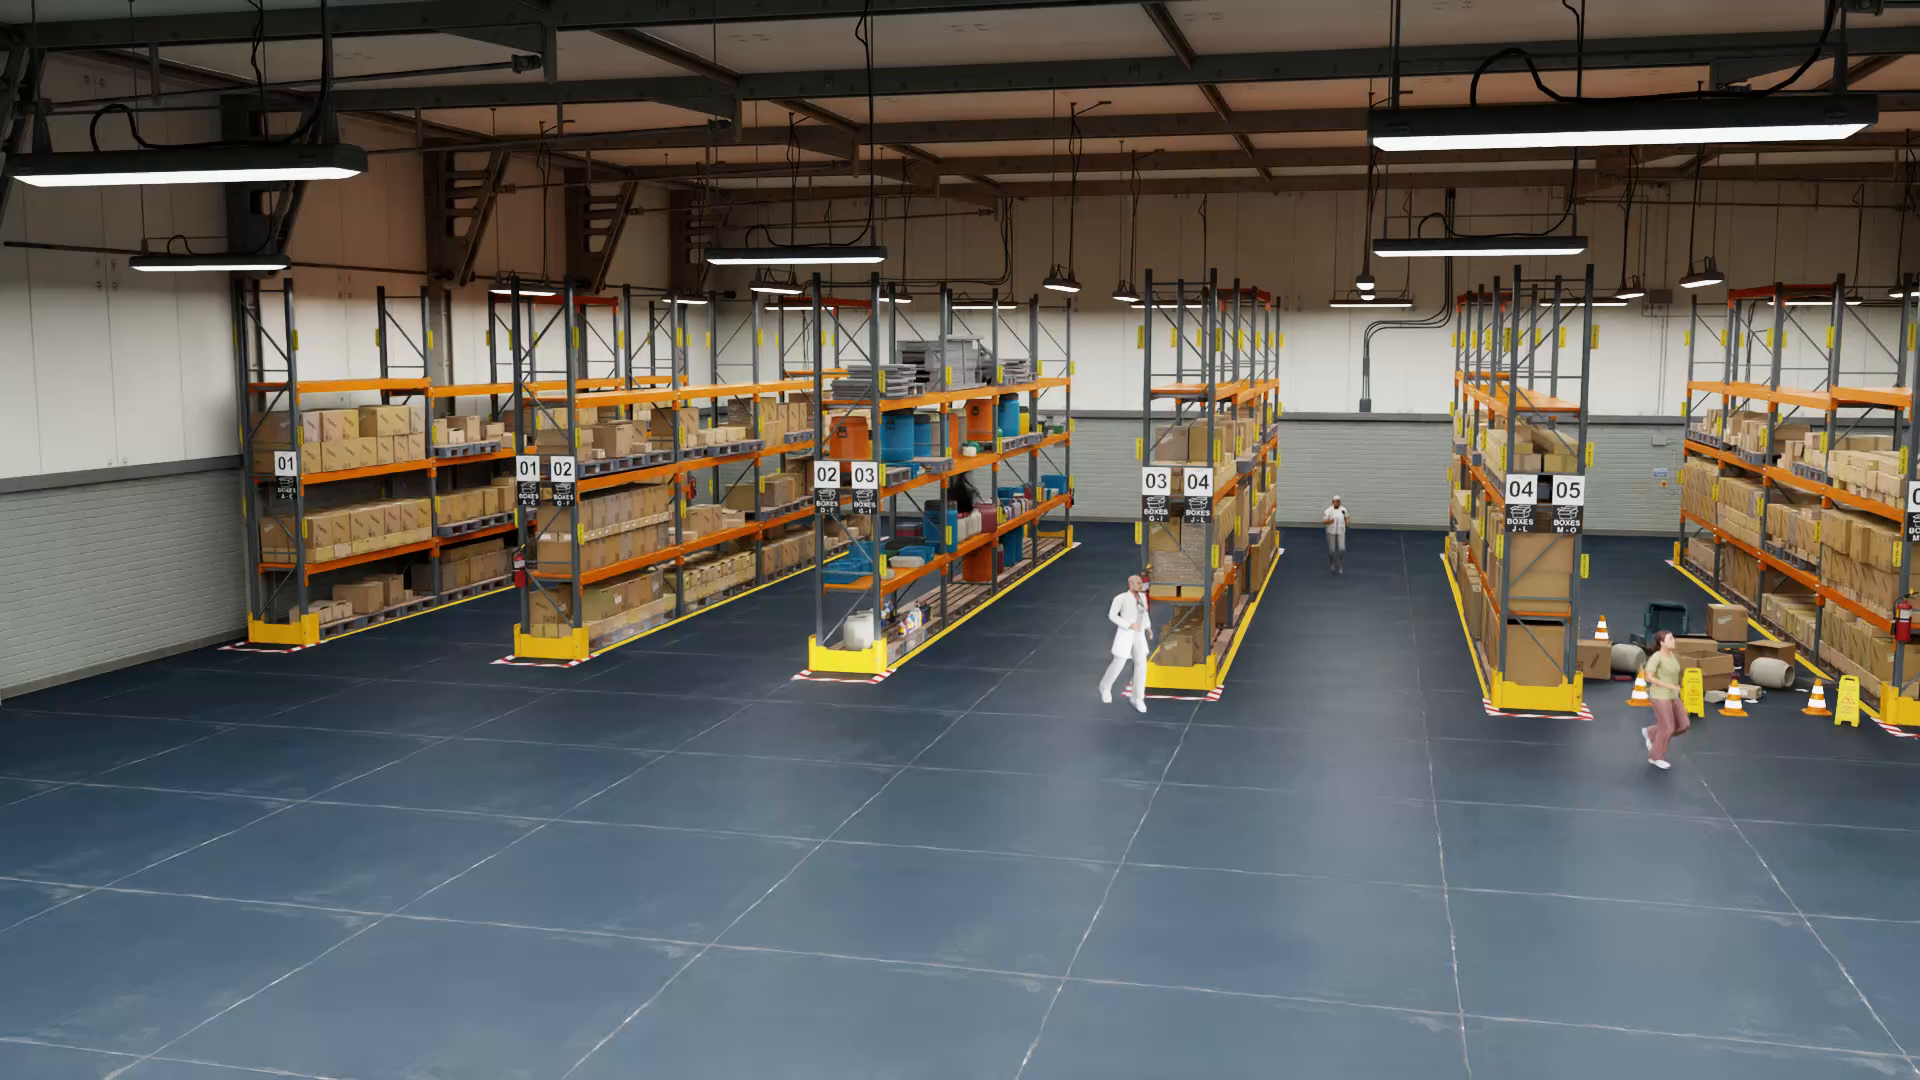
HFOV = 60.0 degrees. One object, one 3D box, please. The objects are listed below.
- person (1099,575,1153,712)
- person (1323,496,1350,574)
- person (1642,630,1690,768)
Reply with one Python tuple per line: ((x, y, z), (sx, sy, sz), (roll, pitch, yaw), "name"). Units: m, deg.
((2.371, 1.383, 22.806), (0.763, 1.807, 0.902), (-4, 8, -30), "person")
((8.110, -0.101, 35.829), (0.582, 1.710, 0.673), (1, 7, 9), "person")
((8.277, 1.859, 19.559), (0.617, 1.636, 0.560), (-5, 9, -37), "person")
